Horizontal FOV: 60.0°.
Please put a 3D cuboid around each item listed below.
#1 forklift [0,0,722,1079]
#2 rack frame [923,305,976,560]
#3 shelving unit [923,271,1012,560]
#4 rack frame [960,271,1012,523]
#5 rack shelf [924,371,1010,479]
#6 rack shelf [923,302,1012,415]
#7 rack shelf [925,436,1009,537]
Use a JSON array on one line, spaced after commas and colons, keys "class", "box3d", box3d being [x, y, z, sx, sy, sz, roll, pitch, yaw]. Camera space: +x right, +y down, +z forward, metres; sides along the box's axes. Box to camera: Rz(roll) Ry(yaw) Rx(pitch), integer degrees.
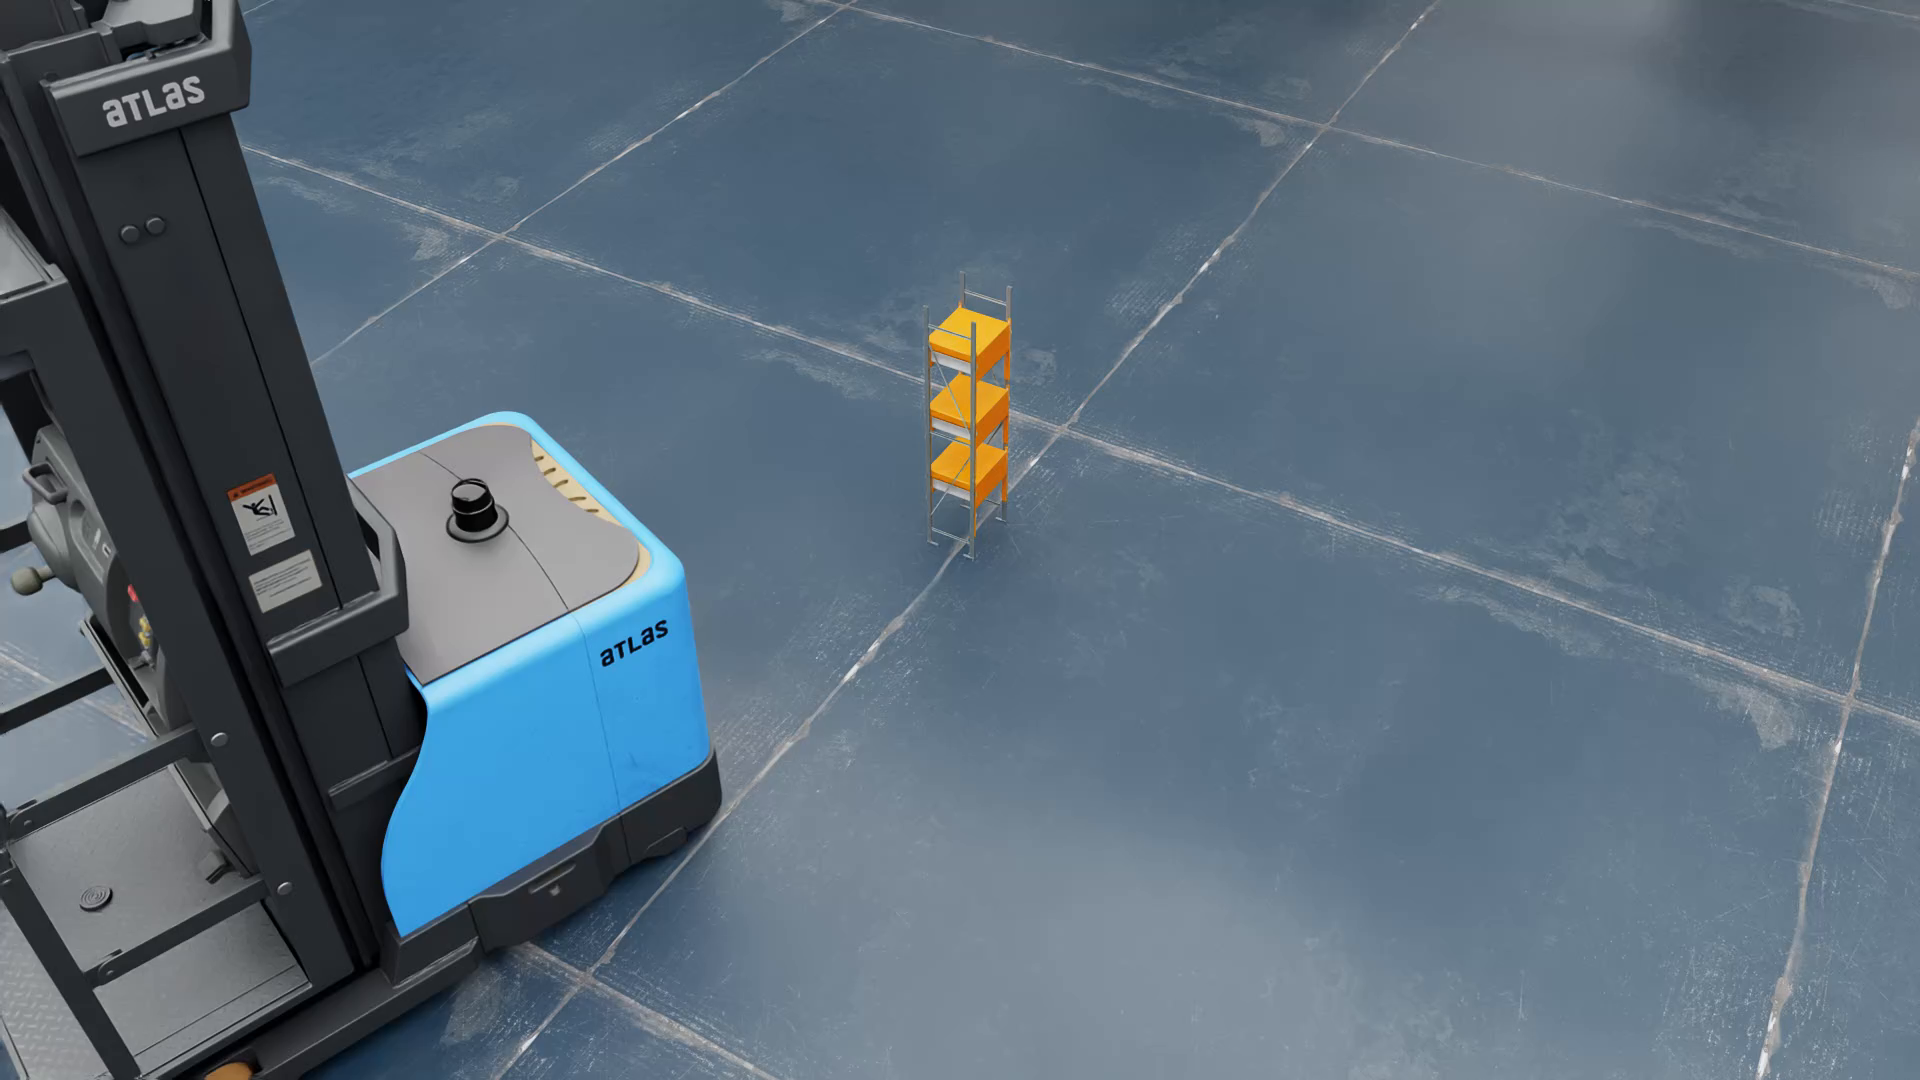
[{"class": "forklift", "box3d": [-2.202, 0.153, 3.859, 3.031, 2.935, 1.130, -29, 49, -29]}, {"class": "rack frame", "box3d": [-0.034, -0.355, 5.859, 0.200, 1.050, 0.008, 21, 45, 22]}, {"class": "shelving unit", "box3d": [0.027, -0.425, 5.938, 0.215, 1.050, 0.252, 21, 45, 22]}, {"class": "rack frame", "box3d": [0.088, -0.494, 6.017, 0.200, 1.050, 0.008, 21, 45, 22]}, {"class": "rack shelf", "box3d": [0.027, -0.417, 5.945, 0.215, 0.259, 0.240, 21, 45, 22]}, {"class": "rack shelf", "box3d": [0.027, -0.630, 5.757, 0.215, 0.259, 0.240, 21, 45, 22]}, {"class": "rack shelf", "box3d": [0.027, -0.208, 6.128, 0.215, 0.259, 0.240, 21, 45, 22]}]
